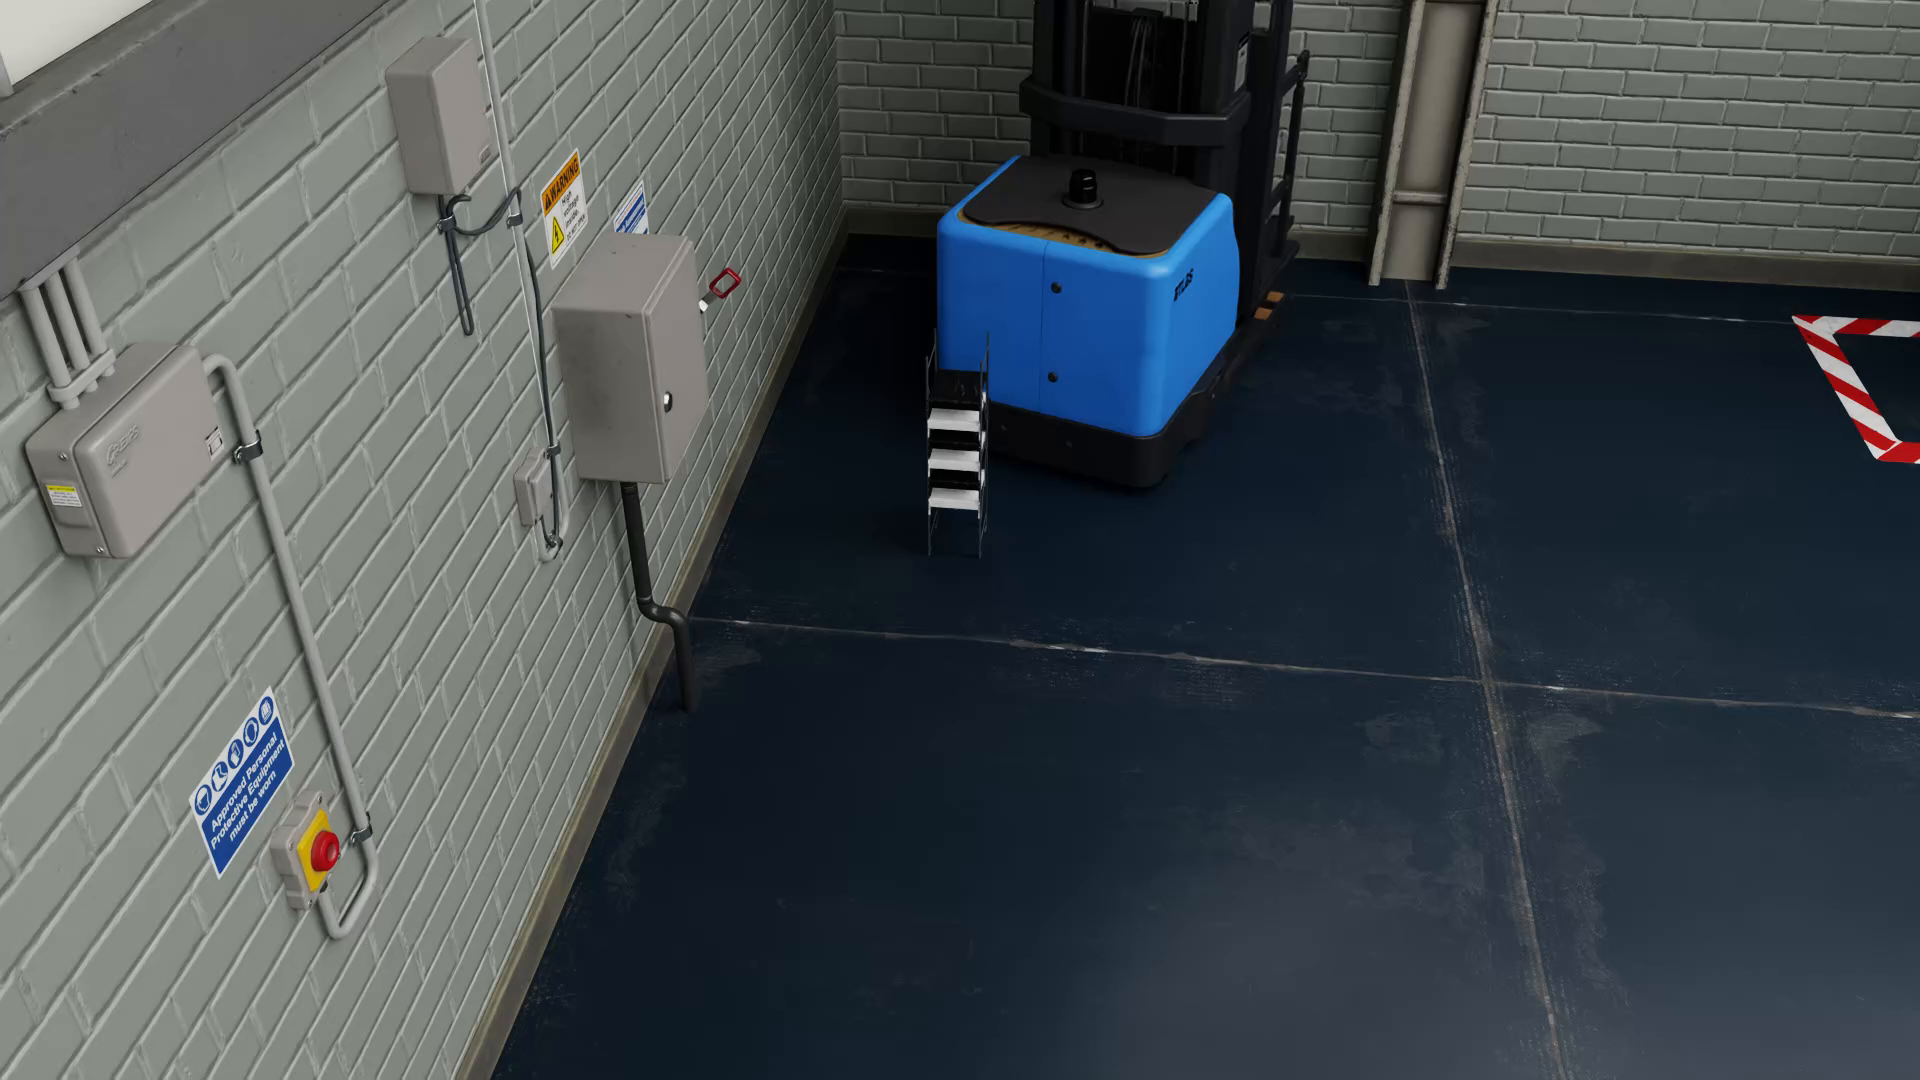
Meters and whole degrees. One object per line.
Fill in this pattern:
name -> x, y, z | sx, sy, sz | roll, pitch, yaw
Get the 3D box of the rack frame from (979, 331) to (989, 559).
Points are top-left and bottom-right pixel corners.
rack frame -> 0.093, -0.359, 6.479 | 0.006, 0.900, 0.240 | 4, 36, 6

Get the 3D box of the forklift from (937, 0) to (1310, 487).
forklift -> 0.985, -2.258, 7.390 | 1.130, 2.935, 3.031 | 16, 38, 21

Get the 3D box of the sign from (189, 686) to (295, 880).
sign -> -1.407, 0.474, 3.272 | 0.001, 0.218, 0.327 | 4, 36, 6

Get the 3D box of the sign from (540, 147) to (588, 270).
sign -> -1.140, -0.959, 4.800 | 0.001, 0.242, 0.339 | 4, 36, 6

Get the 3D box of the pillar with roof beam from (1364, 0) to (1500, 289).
pillar with roof beam -> 1.776, -2.576, 2.614 | 0.400, 9.000, 9.100 | 4, 36, 6

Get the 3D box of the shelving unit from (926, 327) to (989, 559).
shelving unit -> -0.008, -0.367, 6.489 | 0.210, 0.900, 0.258 | 4, 36, 6

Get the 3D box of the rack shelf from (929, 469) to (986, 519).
rack shelf -> -0.008, -0.193, 6.613 | 0.200, 0.077, 0.258 | 4, 36, 6

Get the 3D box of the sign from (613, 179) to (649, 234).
sign -> -1.070, -0.900, 5.511 | 0.001, 0.494, 0.329 | 4, 36, 6

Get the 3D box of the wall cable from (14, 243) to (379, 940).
wall cable -> -1.340, 0.134, 3.078 | 0.123, 1.953, 0.585 | 4, 36, 6

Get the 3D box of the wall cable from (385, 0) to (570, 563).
wall cable -> -1.171, -0.671, 4.234 | 0.122, 1.984, 0.588 | 4, 36, 6

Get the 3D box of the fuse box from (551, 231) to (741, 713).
fuse box -> -0.928, -0.115, 5.438 | 0.414, 1.711, 0.539 | 4, 36, 6

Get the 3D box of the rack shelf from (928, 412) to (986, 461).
rack shelf -> -0.008, -0.413, 6.457 | 0.200, 0.077, 0.258 | 4, 36, 6

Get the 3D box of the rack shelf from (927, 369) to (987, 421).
rack shelf -> -0.008, -0.560, 6.352 | 0.200, 0.077, 0.258 | 4, 36, 6

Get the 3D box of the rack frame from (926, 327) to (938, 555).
rack frame -> -0.109, -0.374, 6.500 | 0.006, 0.900, 0.240 | 4, 36, 6

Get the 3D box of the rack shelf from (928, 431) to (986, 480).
rack shelf -> -0.008, -0.340, 6.509 | 0.200, 0.077, 0.258 | 4, 36, 6

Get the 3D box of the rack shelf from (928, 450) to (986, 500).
rack shelf -> -0.008, -0.267, 6.561 | 0.200, 0.077, 0.258 | 4, 36, 6

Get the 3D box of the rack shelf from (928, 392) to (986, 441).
rack shelf -> -0.008, -0.486, 6.404 | 0.200, 0.077, 0.258 | 4, 36, 6

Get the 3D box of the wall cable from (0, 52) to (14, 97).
wall cable -> -1.422, -1.736, 1.437 | 0.029, 3.000, 0.463 | 4, 36, 6
